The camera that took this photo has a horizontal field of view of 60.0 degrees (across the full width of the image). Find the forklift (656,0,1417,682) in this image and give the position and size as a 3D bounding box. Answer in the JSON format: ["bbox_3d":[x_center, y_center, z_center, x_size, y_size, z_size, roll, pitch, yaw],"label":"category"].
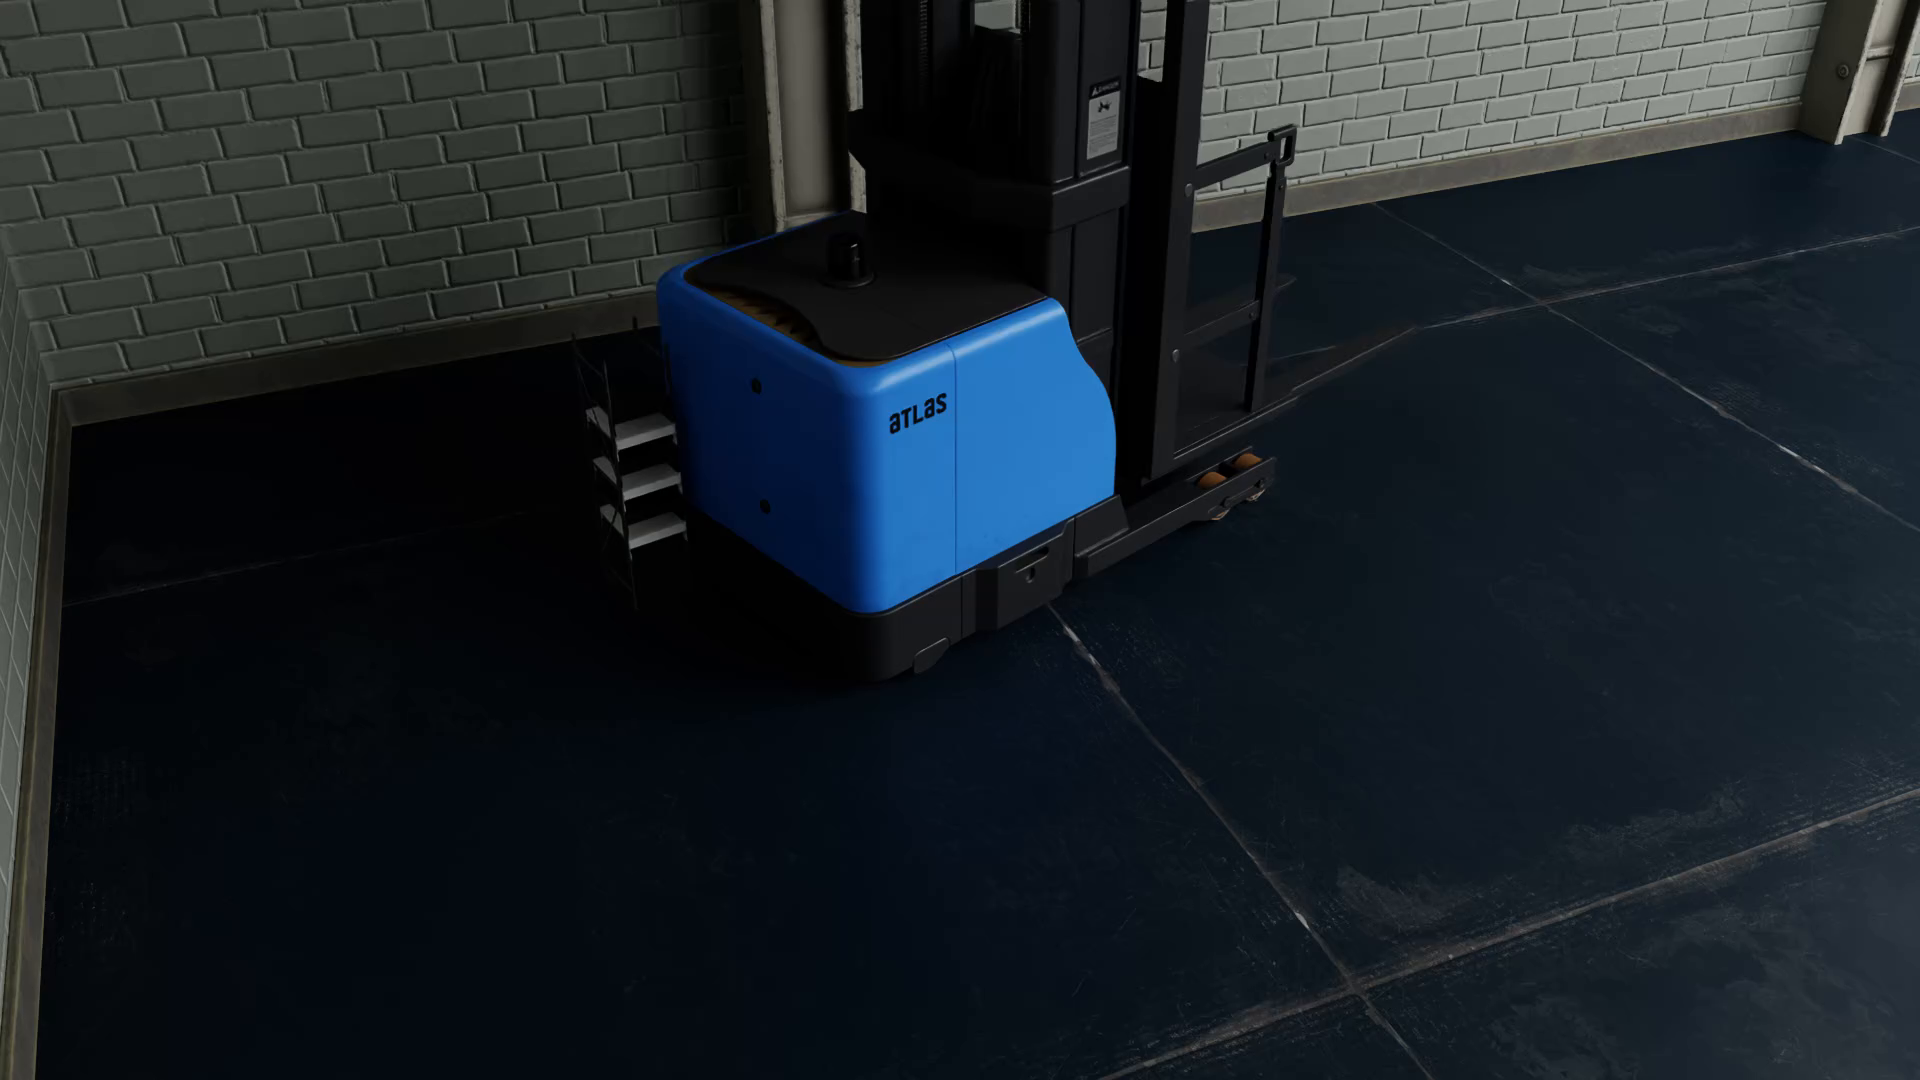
[{"bbox_3d":[0.491,-1.487,5.348,3.031,2.935,1.130,-26,41,-34],"label":"forklift"}]

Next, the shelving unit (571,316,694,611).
[{"bbox_3d":[-1.033,-0.232,5.282,0.210,0.900,0.258,-21,38,-28],"label":"shelving unit"}]

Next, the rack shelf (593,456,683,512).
[{"bbox_3d":[-1.033,-0.205,5.300,0.200,0.077,0.258,-21,38,-28],"label":"rack shelf"}]

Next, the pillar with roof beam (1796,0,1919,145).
[{"bbox_3d":[6.553,-3.880,3.462,0.400,9.000,9.100,-13,35,-19],"label":"pillar with roof beam"}]

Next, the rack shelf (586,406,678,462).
[{"bbox_3d":[-1.033,-0.355,5.202,0.200,0.077,0.258,-21,38,-28],"label":"rack shelf"}]

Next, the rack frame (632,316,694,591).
[{"bbox_3d":[-0.949,-0.264,5.330,0.006,0.900,0.240,-21,38,-28],"label":"rack frame"}]

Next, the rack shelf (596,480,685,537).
[{"bbox_3d":[-1.033,-0.129,5.349,0.200,0.077,0.258,-21,38,-28],"label":"rack shelf"}]

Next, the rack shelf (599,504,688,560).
[{"bbox_3d":[-1.033,-0.054,5.399,0.200,0.077,0.258,-21,38,-28],"label":"rack shelf"}]

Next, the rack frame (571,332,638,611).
[{"bbox_3d":[-1.117,-0.201,5.234,0.006,0.900,0.240,-21,38,-28],"label":"rack frame"}]

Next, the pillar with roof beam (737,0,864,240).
[{"bbox_3d":[1.021,-2.613,1.515,0.400,9.000,9.100,-13,35,-19],"label":"pillar with roof beam"}]

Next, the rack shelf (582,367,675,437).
[{"bbox_3d":[-1.033,-0.431,5.153,0.200,0.077,0.258,-21,38,-28],"label":"rack shelf"}]

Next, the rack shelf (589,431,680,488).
[{"bbox_3d":[-1.033,-0.280,5.251,0.200,0.077,0.258,-21,38,-28],"label":"rack shelf"}]
